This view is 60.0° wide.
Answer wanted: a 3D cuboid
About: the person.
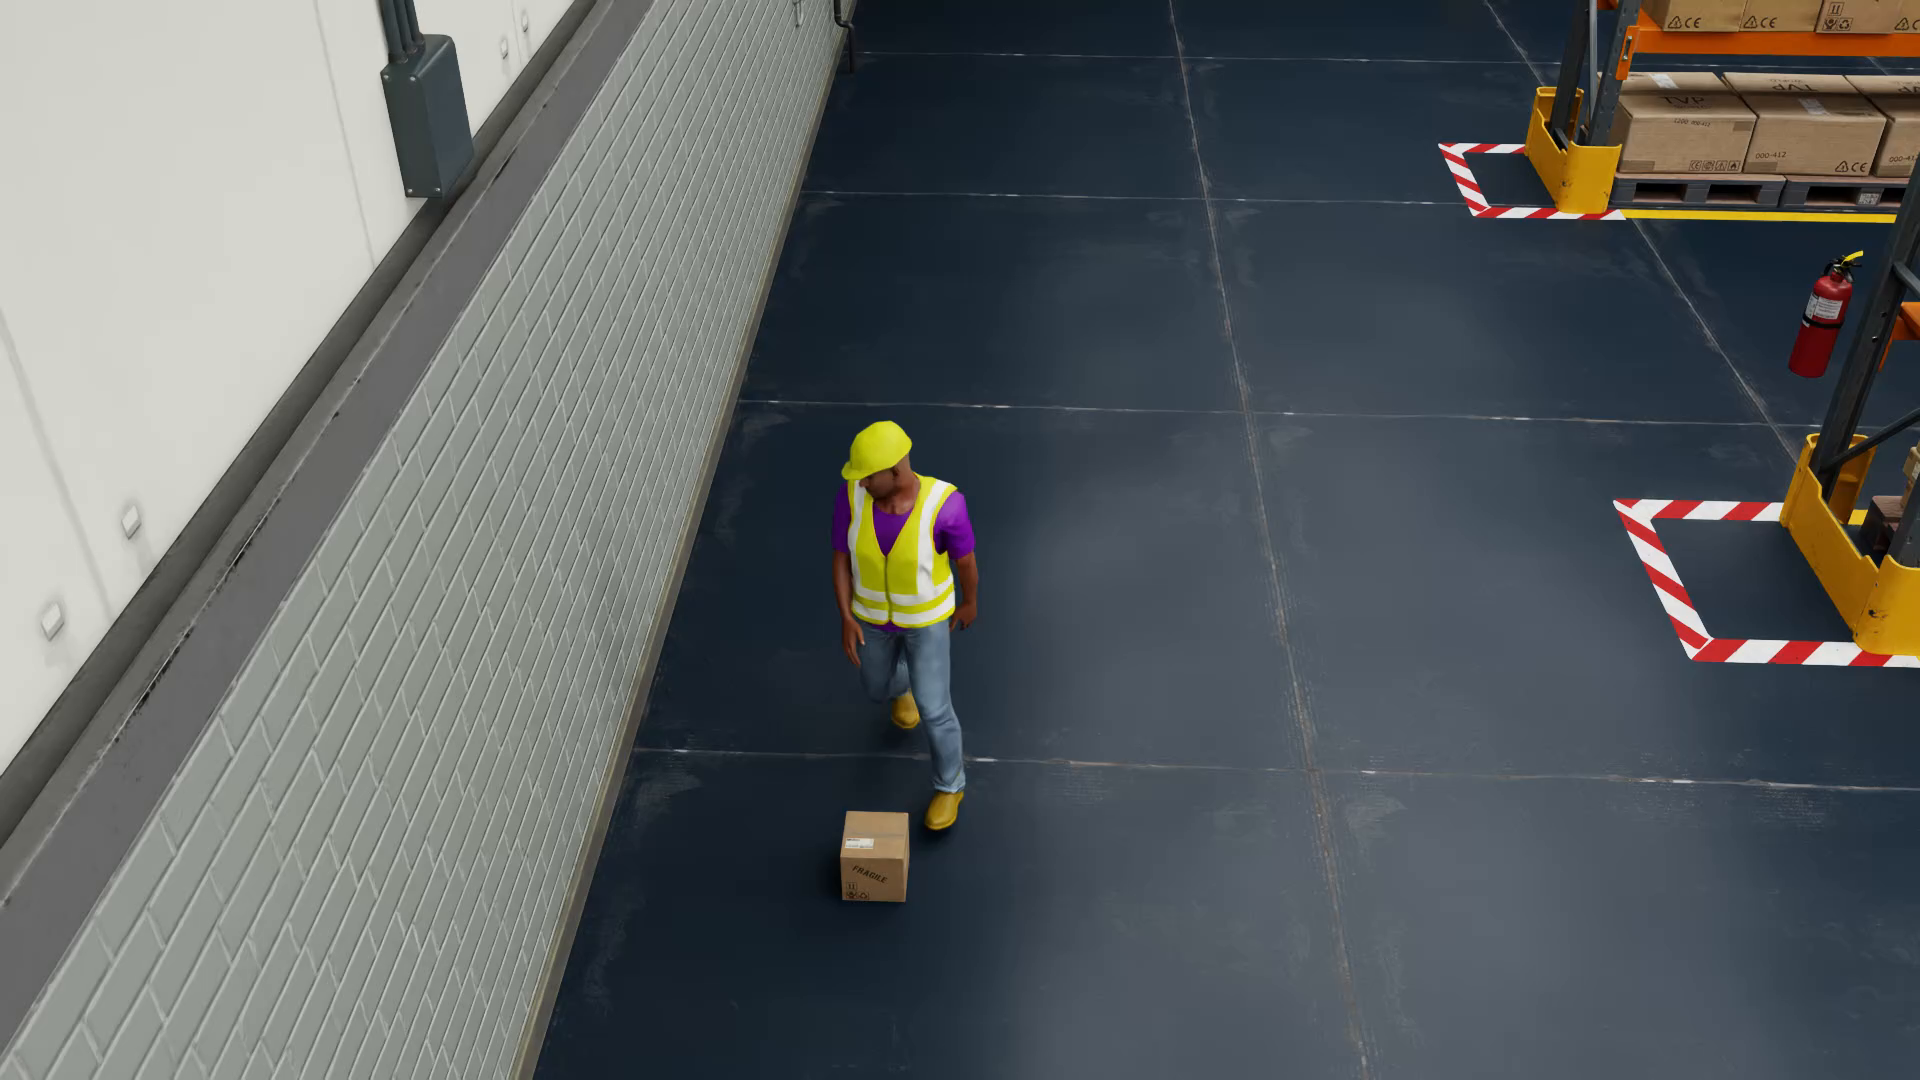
[{"bbox_3d":[-0.220,0.272,6.717,0.586,1.730,0.792,10,37,13],"label":"person"}]
